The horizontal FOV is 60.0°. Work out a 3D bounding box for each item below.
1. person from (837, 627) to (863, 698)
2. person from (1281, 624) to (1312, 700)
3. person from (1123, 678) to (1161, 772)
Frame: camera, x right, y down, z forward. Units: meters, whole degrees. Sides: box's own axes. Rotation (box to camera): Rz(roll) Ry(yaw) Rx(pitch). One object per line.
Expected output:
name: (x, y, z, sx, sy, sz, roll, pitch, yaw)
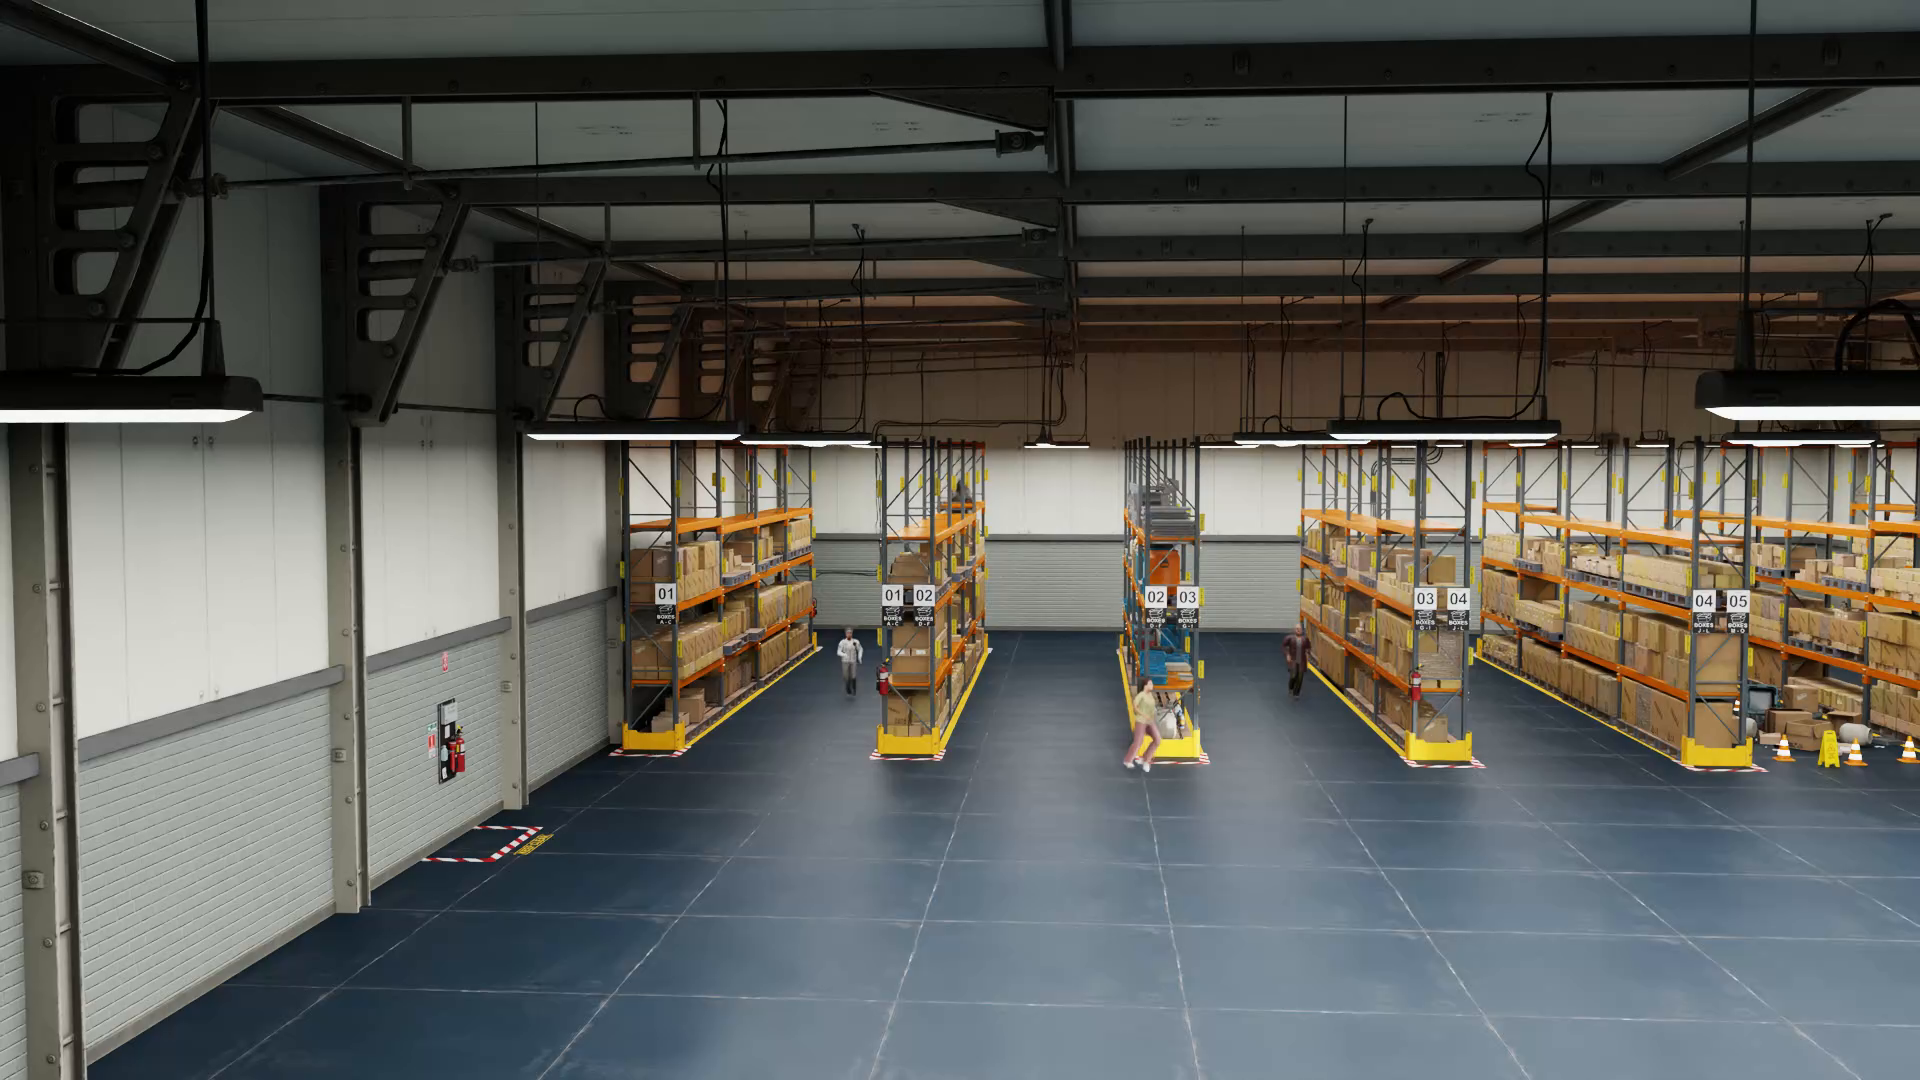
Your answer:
person: (-2.530, 2.834, 38.341, 0.595, 1.660, 0.584, 0, 3, -5)
person: (7.742, 2.806, 38.158, 0.684, 1.733, 0.618, 0, 3, 0)
person: (3.342, 3.304, 29.930, 0.636, 1.655, 0.660, -3, 4, -42)
